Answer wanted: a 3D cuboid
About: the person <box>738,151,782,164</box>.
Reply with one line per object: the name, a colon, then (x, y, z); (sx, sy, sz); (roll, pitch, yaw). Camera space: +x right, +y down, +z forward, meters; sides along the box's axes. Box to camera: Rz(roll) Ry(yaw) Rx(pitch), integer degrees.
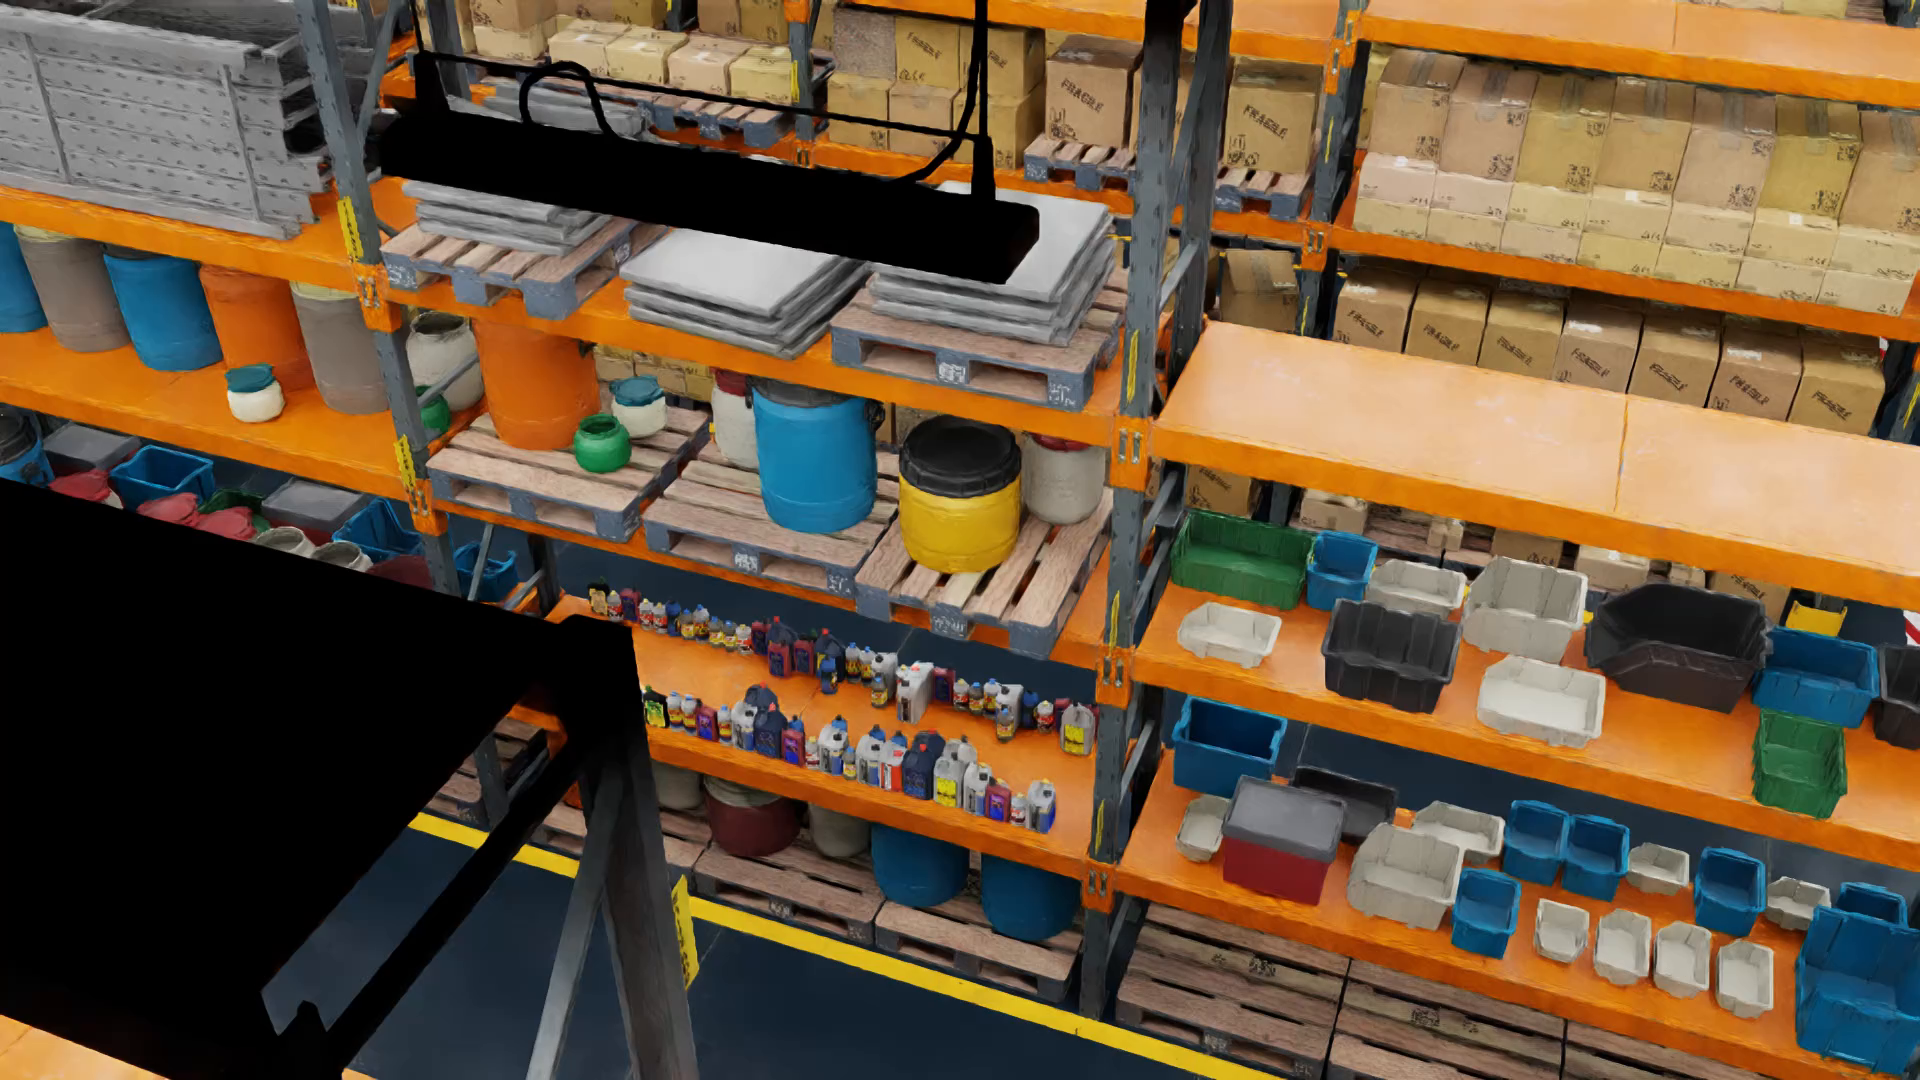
person: (-1.889, -3.186, 16.273); (0.542, 1.711, 0.682); (11, 38, 15)
